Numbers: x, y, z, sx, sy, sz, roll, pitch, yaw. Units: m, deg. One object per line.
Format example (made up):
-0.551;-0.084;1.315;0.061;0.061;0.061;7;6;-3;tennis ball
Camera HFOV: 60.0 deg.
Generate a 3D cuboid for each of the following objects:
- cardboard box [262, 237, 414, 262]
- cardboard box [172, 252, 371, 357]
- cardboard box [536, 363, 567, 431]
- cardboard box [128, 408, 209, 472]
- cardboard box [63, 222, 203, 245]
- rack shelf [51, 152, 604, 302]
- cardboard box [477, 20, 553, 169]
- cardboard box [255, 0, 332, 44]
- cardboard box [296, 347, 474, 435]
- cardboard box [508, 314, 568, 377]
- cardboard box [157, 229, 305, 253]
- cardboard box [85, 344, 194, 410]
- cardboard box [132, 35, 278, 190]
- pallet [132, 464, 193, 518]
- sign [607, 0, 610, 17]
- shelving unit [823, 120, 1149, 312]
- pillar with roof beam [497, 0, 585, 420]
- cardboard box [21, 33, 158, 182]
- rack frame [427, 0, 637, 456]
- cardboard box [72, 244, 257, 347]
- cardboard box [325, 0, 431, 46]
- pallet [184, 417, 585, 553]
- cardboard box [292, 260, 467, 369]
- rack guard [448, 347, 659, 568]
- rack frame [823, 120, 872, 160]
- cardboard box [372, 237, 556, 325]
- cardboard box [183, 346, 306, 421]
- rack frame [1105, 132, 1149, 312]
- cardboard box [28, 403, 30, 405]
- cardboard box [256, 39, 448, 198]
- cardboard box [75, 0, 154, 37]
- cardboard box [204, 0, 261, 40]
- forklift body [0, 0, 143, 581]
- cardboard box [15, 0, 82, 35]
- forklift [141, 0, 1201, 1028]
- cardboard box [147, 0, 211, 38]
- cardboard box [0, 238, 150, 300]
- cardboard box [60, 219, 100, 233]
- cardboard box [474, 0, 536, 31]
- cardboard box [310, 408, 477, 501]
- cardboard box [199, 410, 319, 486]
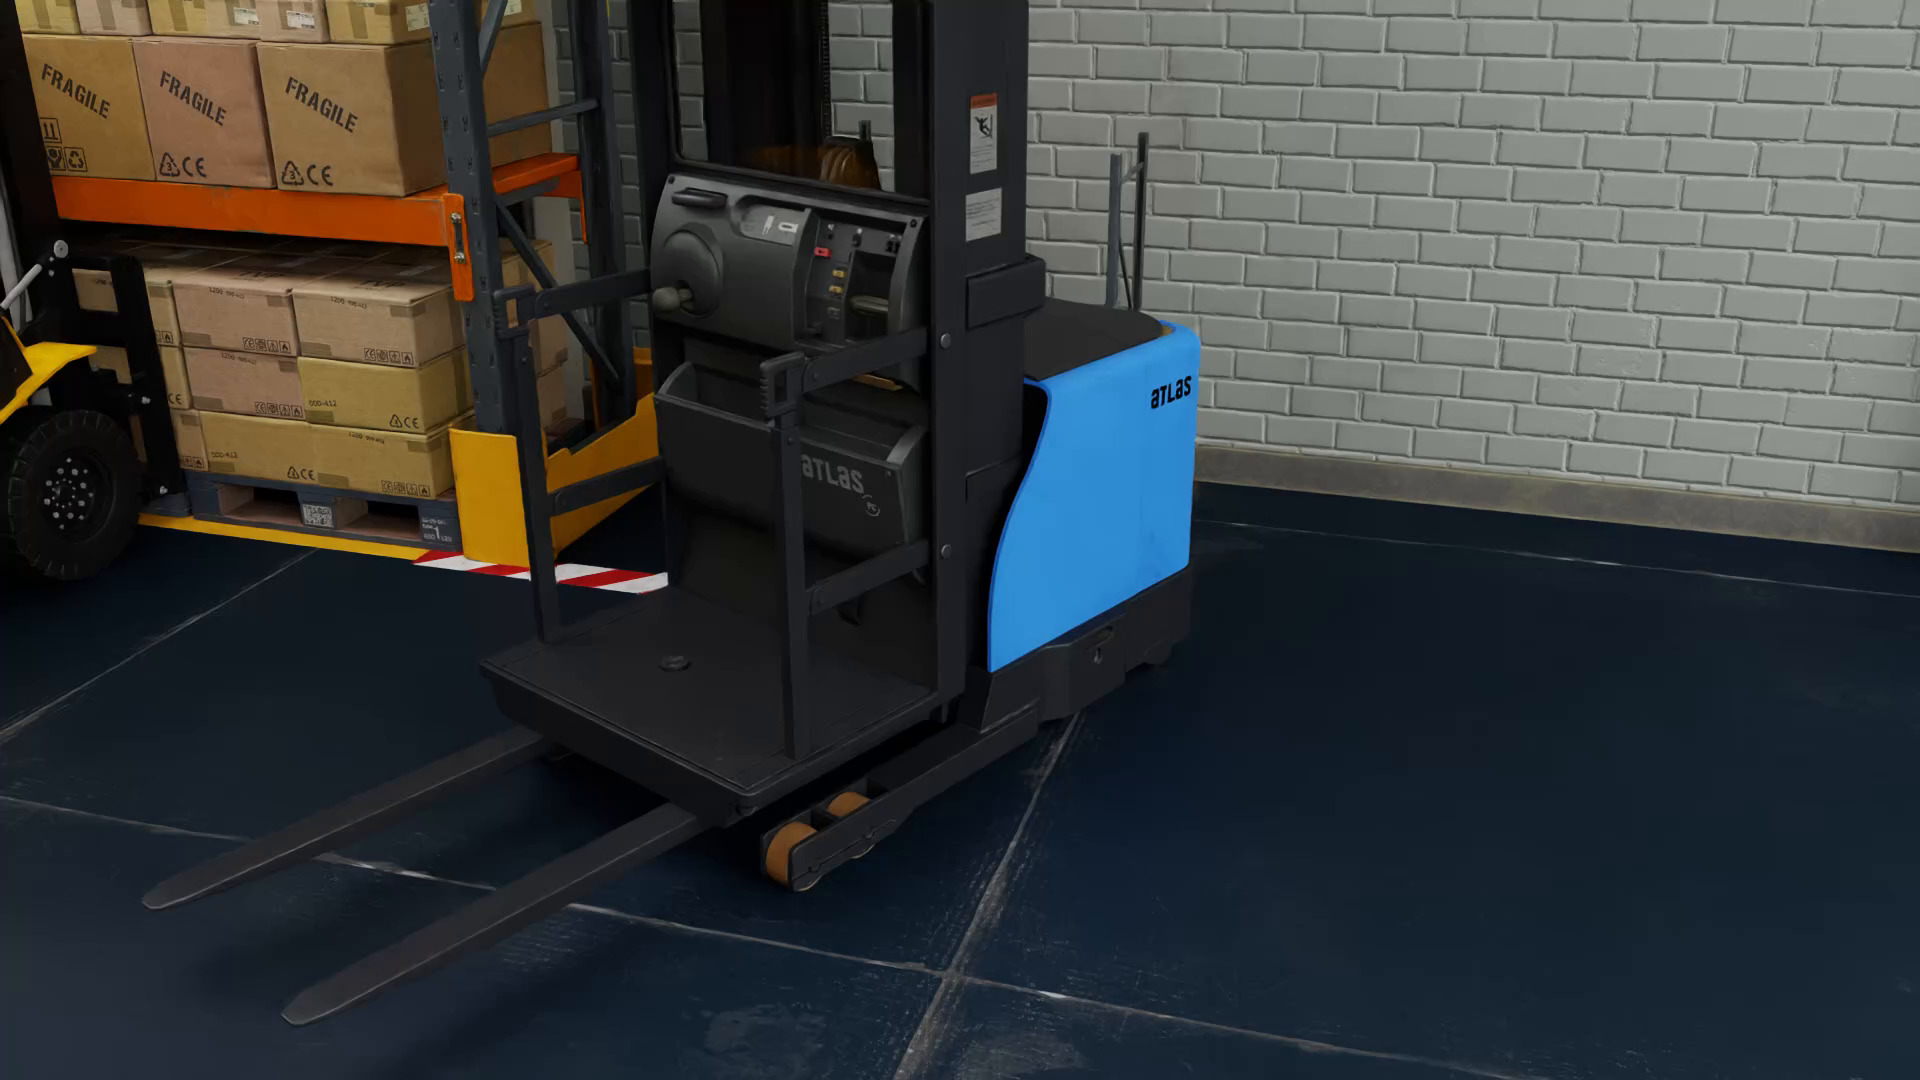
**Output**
-2.422;-1.075;6.690;0.500;0.250;0.500;7;23;16;cardboard box
-2.558;-0.891;6.242;0.500;0.250;0.500;7;23;16;cardboard box
-1.951;-0.562;6.758;0.500;0.250;0.500;7;23;16;cardboard box
-3.028;-0.490;6.582;0.500;0.250;0.500;7;23;16;cardboard box
-3.386;-1.192;6.977;0.500;0.250;0.500;6;23;14;cardboard box
-3.452;-1.402;6.683;4.000;0.370;1.077;7;23;16;rack shelf
-1.931;-1.717;6.371;0.500;0.500;0.500;7;23;17;cardboard box
-2.203;-1.815;5.756;0.250;0.149;0.380;7;23;16;cardboard box
-2.093;-0.609;6.212;0.500;0.250;0.500;6;23;15;cardboard box
-1.927;-0.796;6.668;0.500;0.250;0.500;7;23;16;cardboard box
-2.897;-1.134;6.834;0.500;0.250;0.500;6;23;15;cardboard box
-3.071;-0.716;6.475;0.500;0.250;0.500;6;23;14;cardboard box
-2.578;-1.580;6.038;0.500;0.500;0.500;7;23;17;cardboard box
-3.445;-0.428;7.036;1.213;0.211;1.003;7;23;15;pallet
-1.371;-2.153;6.322;0.005;0.325;0.100;7;23;16;sign
0.073;-0.686;5.965;1.083;1.500;0.587;7;23;16;shelving unit
-3.187;-3.131;2.044;0.400;9.000;9.100;7;23;16;pillar with roof beam
-3.069;-1.636;6.175;0.500;0.500;0.500;6;23;14;cardboard box
-1.537;-1.515;6.012;0.127;3.000;1.000;7;23;16;rack frame
-3.044;-0.943;6.368;0.500;0.250;0.500;7;23;16;cardboard box
-1.950;-1.798;5.714;0.250;0.149;0.380;7;23;16;cardboard box
-2.281;-0.294;6.708;1.213;0.211;1.003;7;23;16;pallet
-2.068;-0.837;6.111;0.500;0.250;0.500;7;23;17;cardboard box
-1.514;-0.356;6.480;0.348;0.500;1.175;7;23;16;rack guard
-0.405;-0.740;6.098;0.032;1.500;0.500;7;23;16;rack frame
-1.942;-1.021;6.560;0.500;0.250;0.500;6;23;15;cardboard box
-2.570;-0.667;6.356;0.500;0.250;0.500;6;23;15;cardboard box
0.568;-0.629;5.827;0.032;1.500;0.500;7;23;16;rack frame
-3.531;-0.539;6.701;0.500;0.250;0.500;7;23;17;cardboard box
-2.084;-1.520;5.892;0.500;0.500;0.500;6;23;14;cardboard box
-2.937;-1.909;5.985;0.250;0.149;0.380;6;23;14;cardboard box
-2.434;-1.866;5.880;0.250;0.149;0.380;7;23;17;cardboard box
-3.879;-0.668;5.064;1.214;2.155;2.313;7;23;16;forklift body
-3.185;-1.930;6.035;0.250;0.149;0.380;7;23;16;cardboard box
-0.598;-0.698;4.110;1.130;2.935;3.031;18;28;37;forklift
-2.668;-1.897;5.956;0.250;0.149;0.380;6;23;15;cardboard box
-3.527;-1.001;6.510;0.500;0.250;0.500;6;23;14;cardboard box
-3.870;-1.244;7.104;0.500;0.250;0.500;7;23;16;cardboard box
-1.787;-1.993;6.190;0.250;0.149;0.380;6;23;14;cardboard box
-2.078;-0.374;6.299;0.500;0.250;0.500;7;23;16;cardboard box
-2.551;-0.432;6.441;0.500;0.250;0.500;7;23;15;cardboard box
